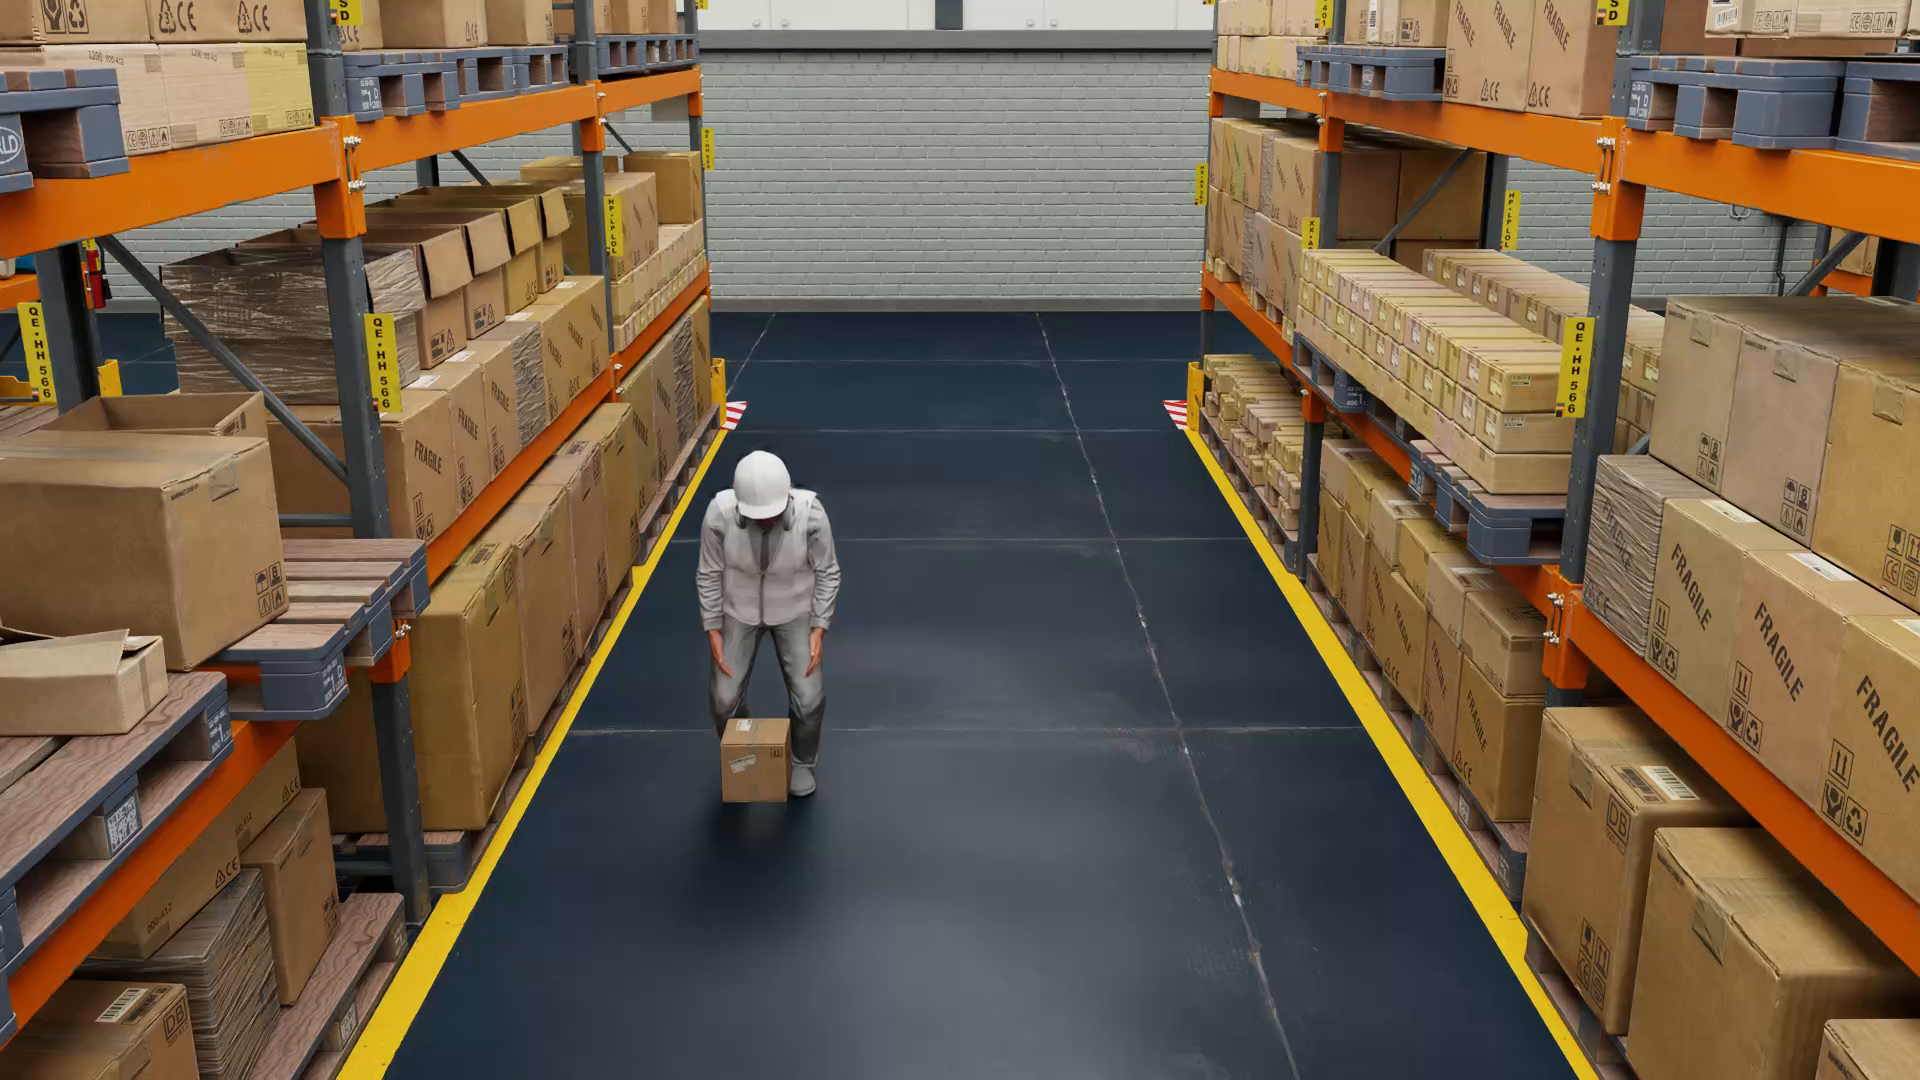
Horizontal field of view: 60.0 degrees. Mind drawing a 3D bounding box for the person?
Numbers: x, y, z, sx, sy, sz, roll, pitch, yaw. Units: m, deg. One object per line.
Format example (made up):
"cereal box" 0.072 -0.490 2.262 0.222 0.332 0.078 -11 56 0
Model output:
"person" -0.777 0.327 6.850 0.589 1.534 0.684 0 17 0
